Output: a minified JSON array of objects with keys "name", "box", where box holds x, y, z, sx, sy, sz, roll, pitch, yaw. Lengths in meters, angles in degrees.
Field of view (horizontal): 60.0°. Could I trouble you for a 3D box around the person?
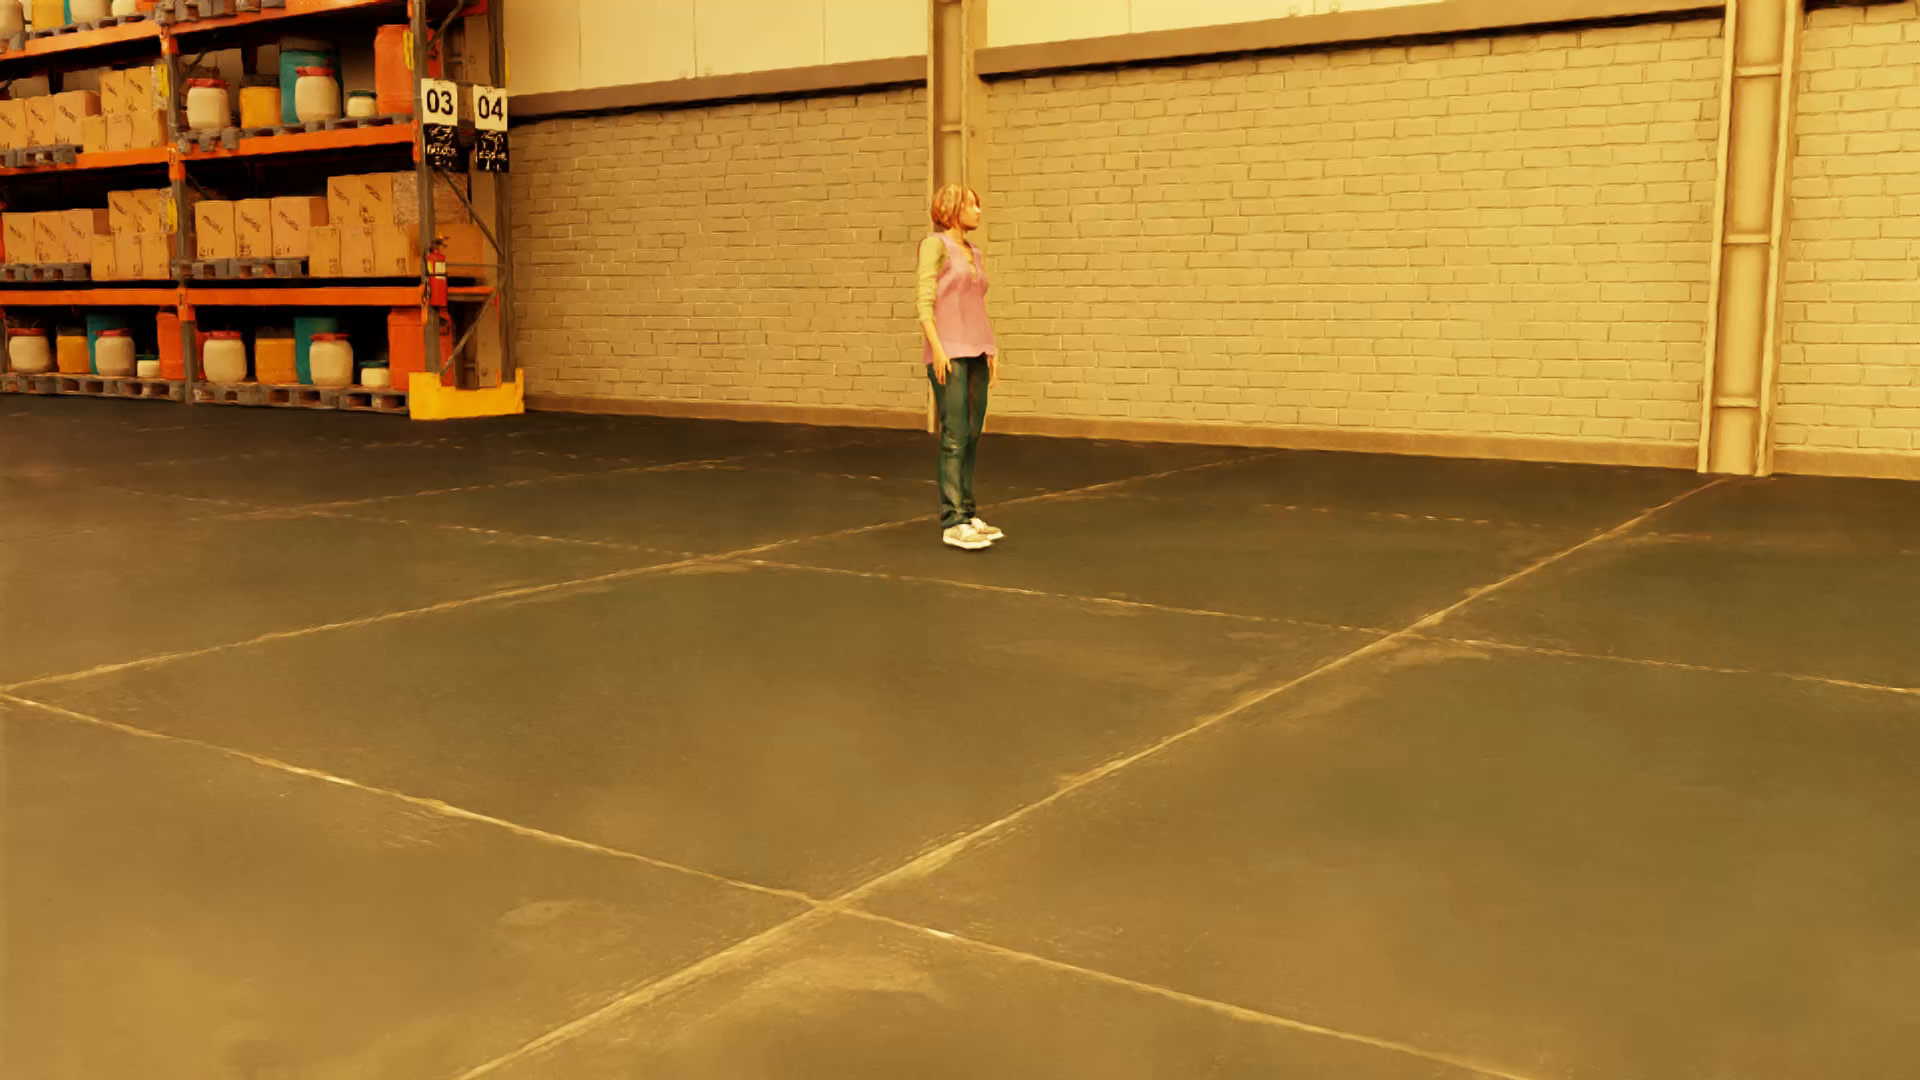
[{"name":"person","box":[0.054,-0.790,7.438,0.474,1.597,0.520,5,10,34]}]
